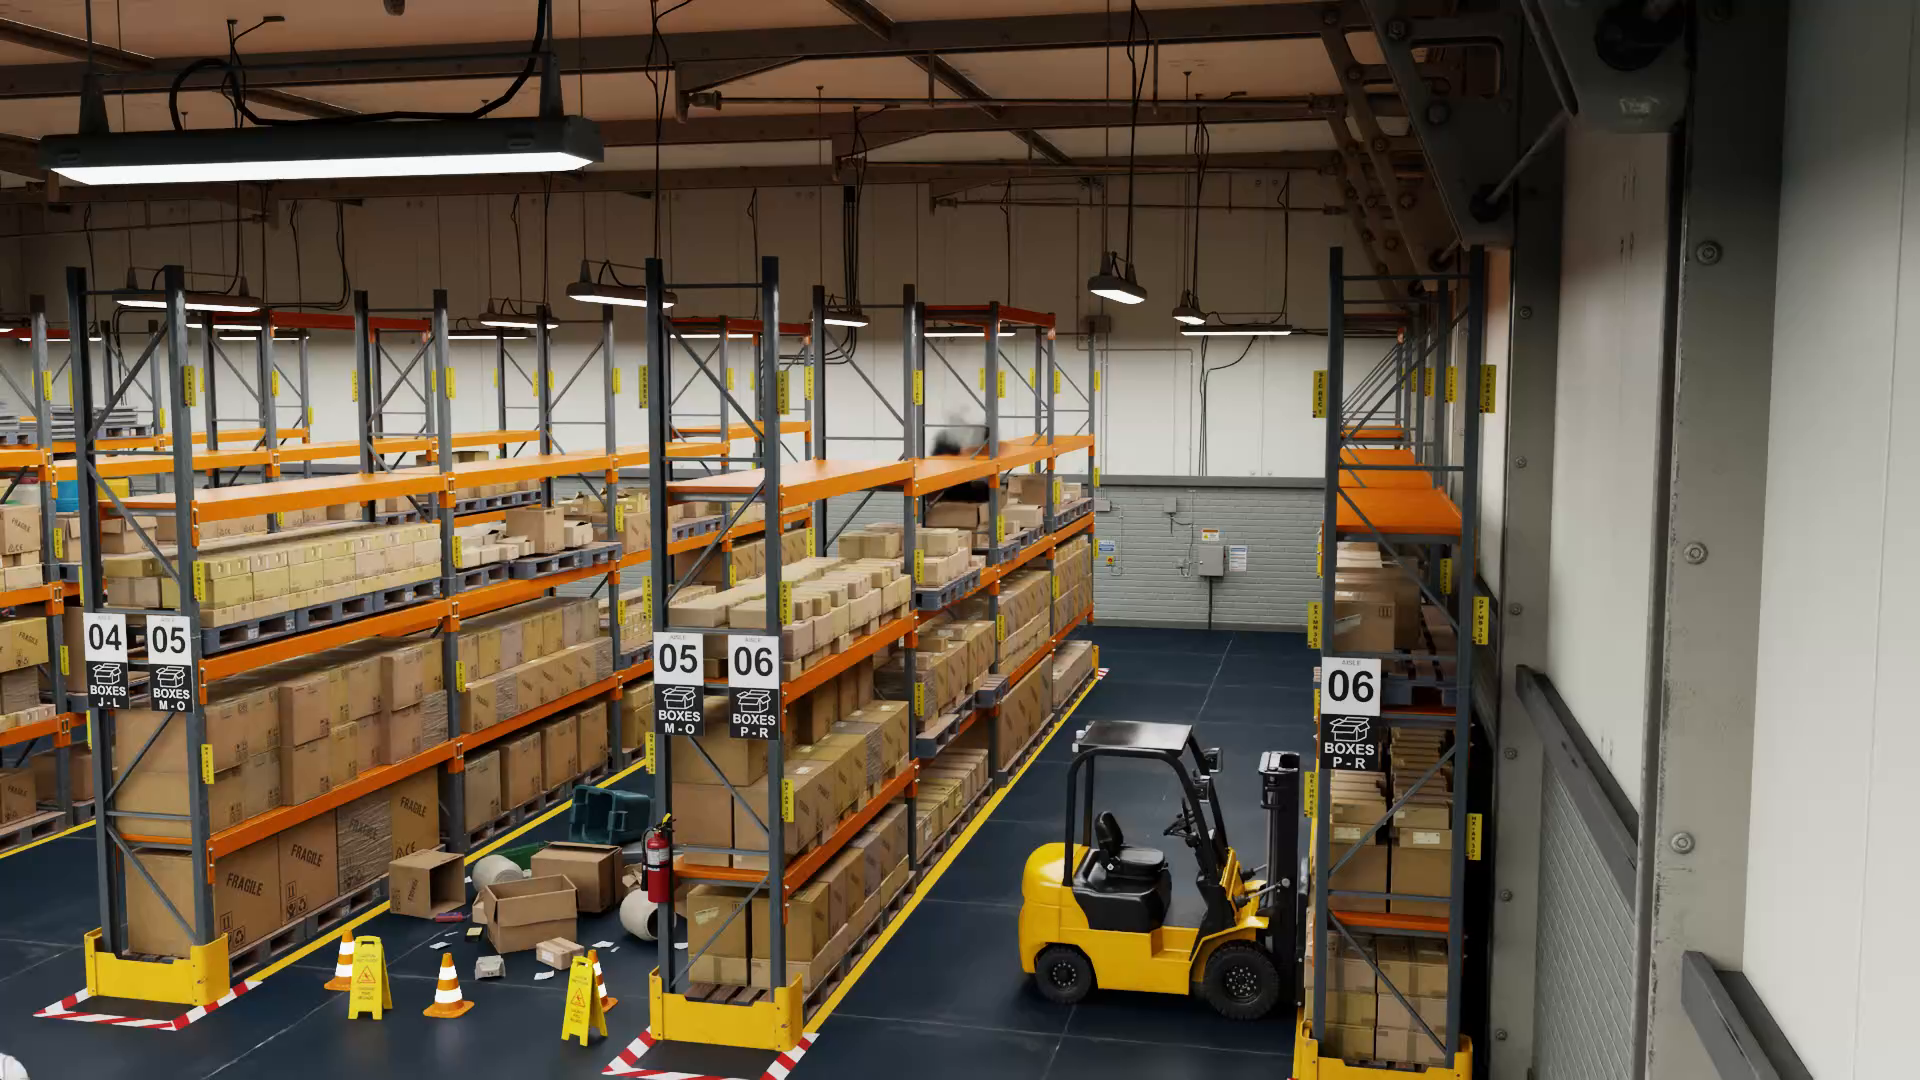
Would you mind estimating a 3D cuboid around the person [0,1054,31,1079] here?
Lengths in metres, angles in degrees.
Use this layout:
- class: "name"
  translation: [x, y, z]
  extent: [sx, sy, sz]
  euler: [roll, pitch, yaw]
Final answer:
- class: "person"
  translation: [-5.268, 3.404, 8.883]
  extent: [0.636, 1.851, 0.782]
  euler: [-4, 7, -35]
